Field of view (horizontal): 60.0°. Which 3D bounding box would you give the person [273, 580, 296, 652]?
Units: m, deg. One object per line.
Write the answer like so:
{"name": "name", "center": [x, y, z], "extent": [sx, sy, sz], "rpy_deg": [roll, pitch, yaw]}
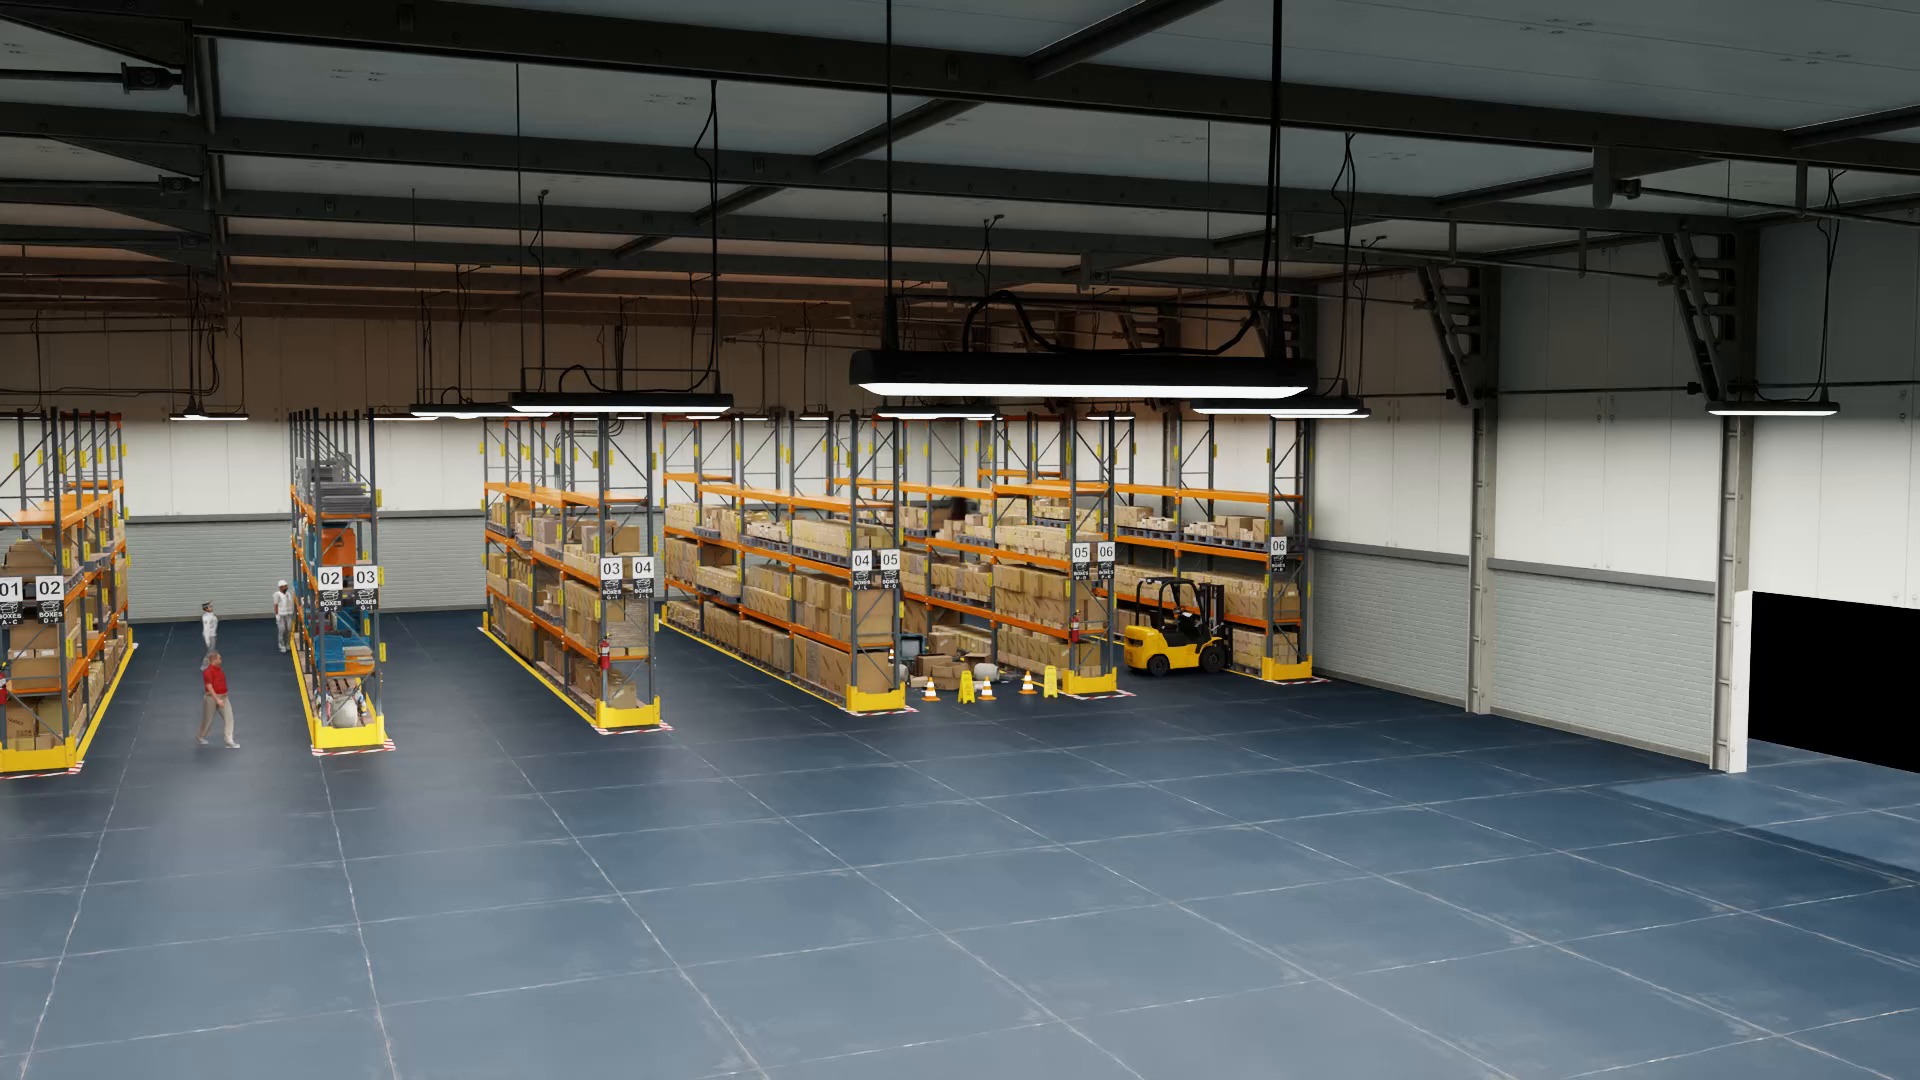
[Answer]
{"name": "person", "center": [-16.999, 1.919, 41.963], "extent": [0.574, 1.811, 0.586], "rpy_deg": [3, 5, 36]}

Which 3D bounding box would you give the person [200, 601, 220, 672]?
{"name": "person", "center": [-17.087, 2.219, 37.877], "extent": [0.443, 1.691, 0.503], "rpy_deg": [-2, 5, -31]}

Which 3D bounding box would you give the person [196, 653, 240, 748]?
{"name": "person", "center": [-13.124, 2.827, 29.316], "extent": [0.956, 1.688, 0.466], "rpy_deg": [3, 5, 38]}

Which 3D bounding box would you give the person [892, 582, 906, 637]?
{"name": "person", "center": [-1.612, 1.646, 41.488], "extent": [0.614, 1.801, 0.518], "rpy_deg": [1, 4, 18]}
